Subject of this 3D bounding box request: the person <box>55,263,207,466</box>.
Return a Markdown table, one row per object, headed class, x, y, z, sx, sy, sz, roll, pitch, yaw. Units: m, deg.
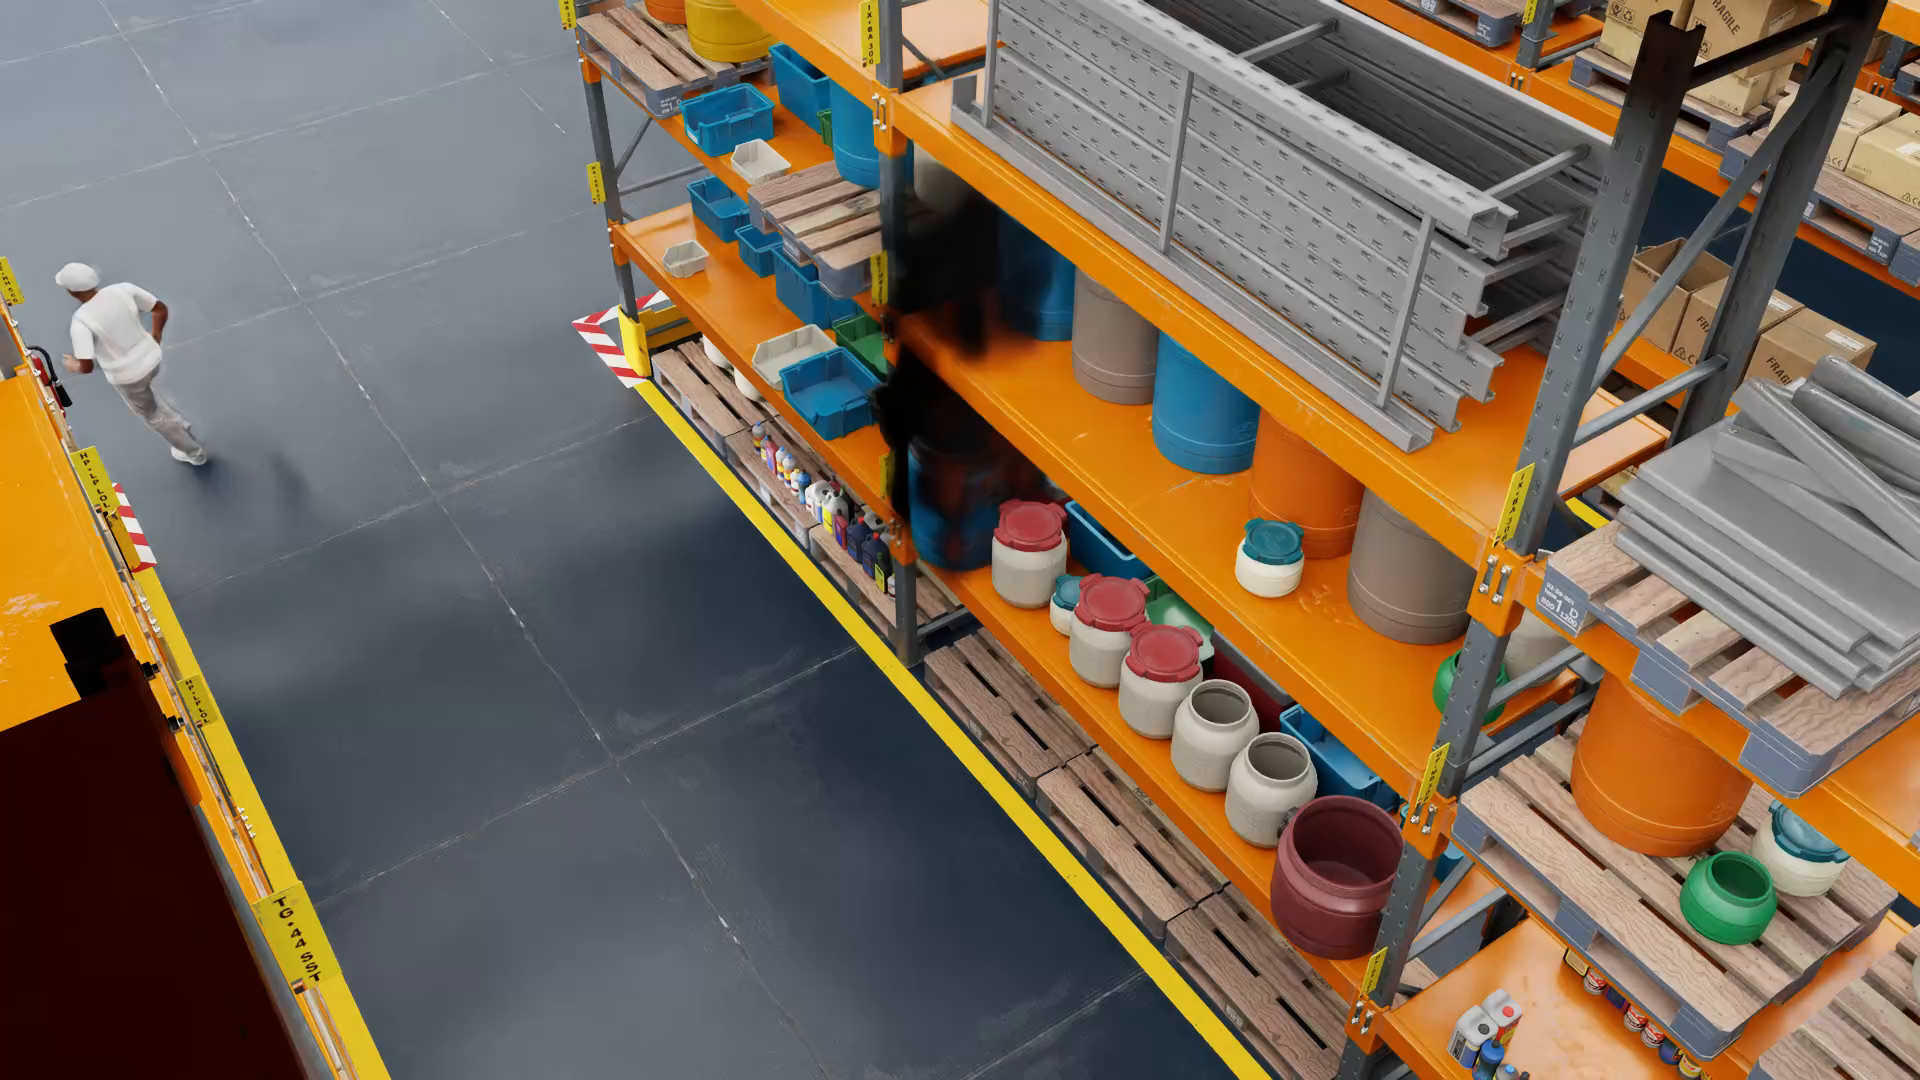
| class | x | y | z | sx | sy | sz | roll | pitch | yaw |
| --- | --- | --- | --- | --- | --- | --- | --- | --- | --- |
| person | -5.955 | -1.245 | 11.875 | 0.722 | 1.693 | 0.711 | 13 | 44 | 14 |
